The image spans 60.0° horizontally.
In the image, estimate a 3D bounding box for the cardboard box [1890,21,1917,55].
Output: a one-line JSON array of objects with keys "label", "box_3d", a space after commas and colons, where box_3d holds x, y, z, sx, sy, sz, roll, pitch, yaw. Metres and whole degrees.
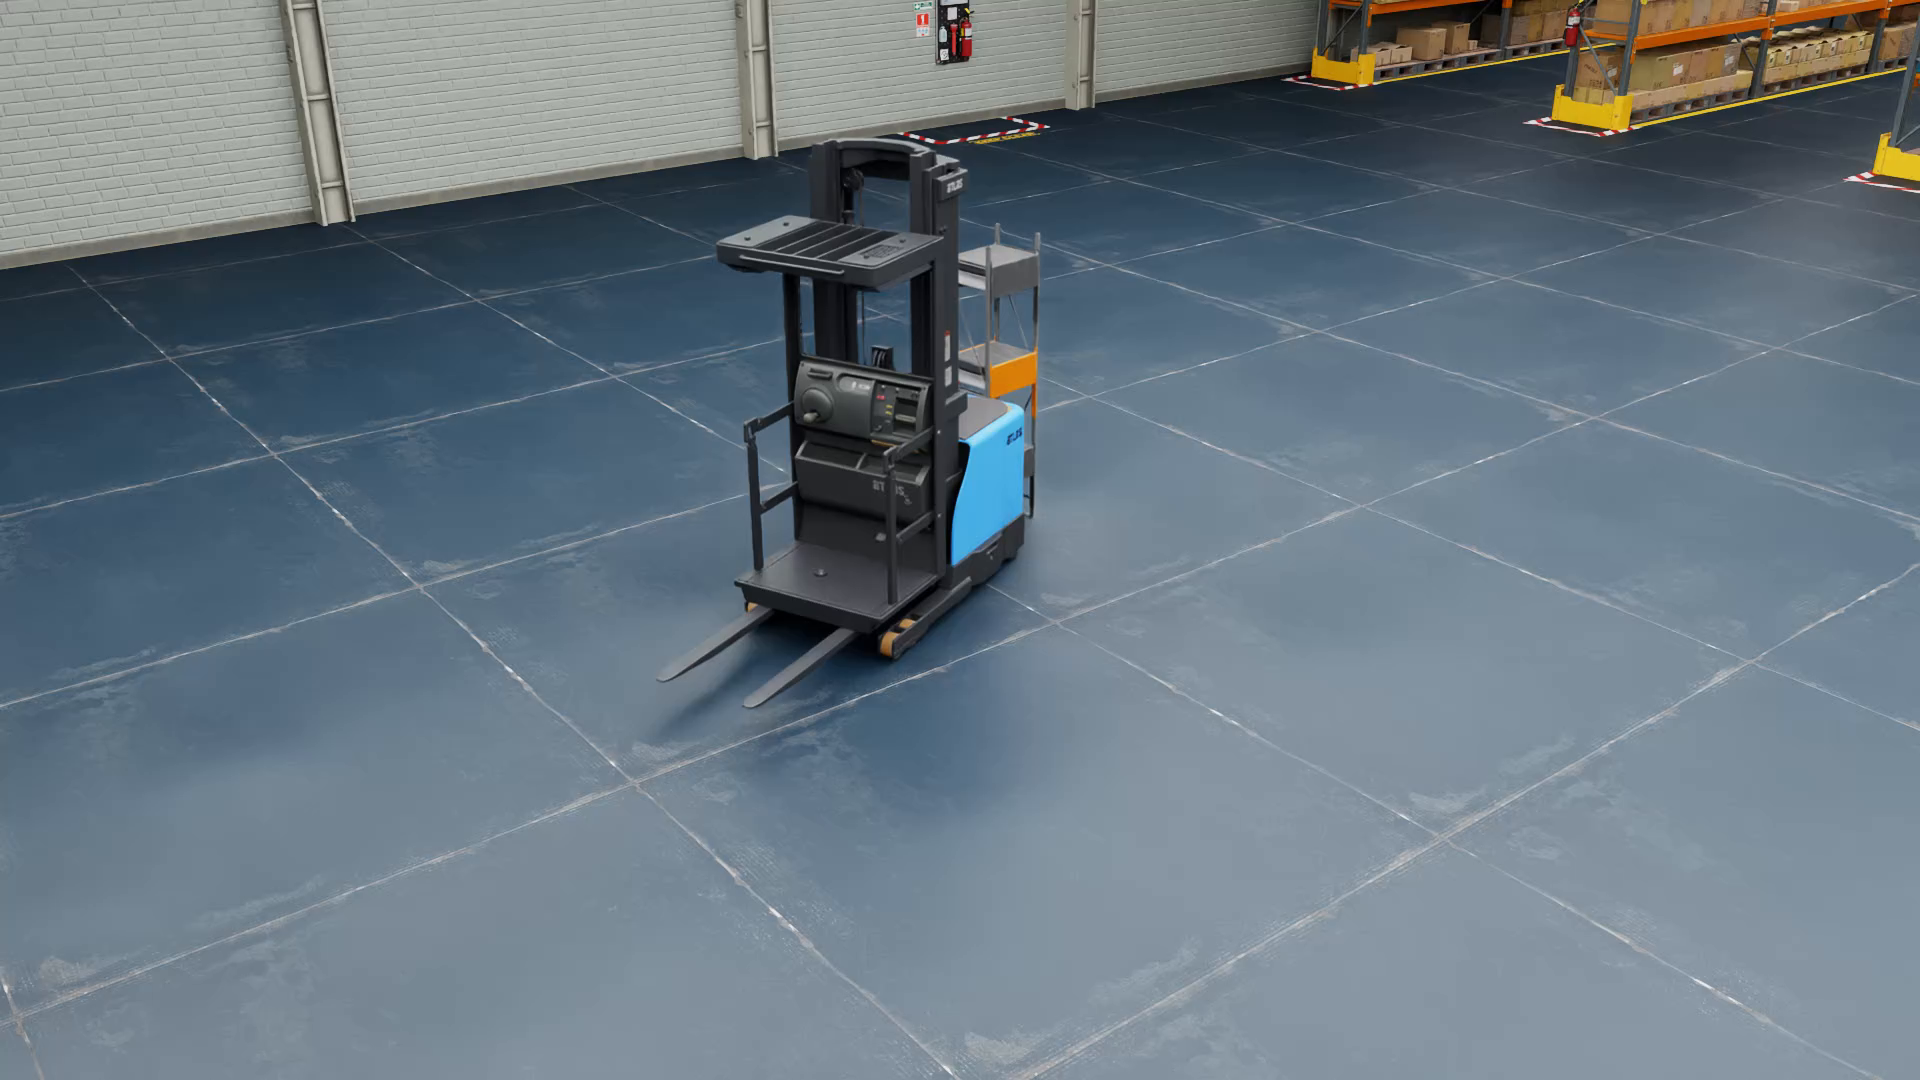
[{"label": "cardboard box", "box_3d": [17.320, -9.201, 30.458, 0.500, 0.500, 0.500, -19, 31, -35]}]

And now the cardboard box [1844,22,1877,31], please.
[{"label": "cardboard box", "box_3d": [16.571, -9.231, 30.524, 0.500, 0.500, 0.500, -17, 30, -32]}]

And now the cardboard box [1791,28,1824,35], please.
[{"label": "cardboard box", "box_3d": [14.978, -8.865, 29.389, 0.500, 0.311, 0.500, -19, 31, -35]}]

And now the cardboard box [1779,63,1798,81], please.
[{"label": "cardboard box", "box_3d": [13.705, -7.904, 27.985, 0.500, 0.250, 0.500, -17, 30, -33]}]

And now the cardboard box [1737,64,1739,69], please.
[{"label": "cardboard box", "box_3d": [12.979, -7.953, 28.090, 0.500, 0.250, 0.500, -19, 31, -35]}]

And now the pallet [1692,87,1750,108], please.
[{"label": "pallet", "box_3d": [12.180, -7.348, 27.333, 1.213, 0.211, 1.003, -18, 31, -34]}]

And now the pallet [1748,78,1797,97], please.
[{"label": "pallet", "box_3d": [13.387, -7.745, 28.188, 1.213, 0.211, 1.003, -18, 31, -34]}]

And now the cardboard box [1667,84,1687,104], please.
[{"label": "cardboard box", "box_3d": [11.028, -7.036, 26.116, 0.500, 0.250, 0.500, -18, 31, -34]}]

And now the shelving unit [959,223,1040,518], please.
[{"label": "shelving unit", "box_3d": [0.224, -1.100, 11.626, 0.431, 2.100, 0.503, 22, 33, 39]}]

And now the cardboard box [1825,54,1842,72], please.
[{"label": "cardboard box", "box_3d": [14.915, -8.306, 28.851, 0.500, 0.250, 0.500, -17, 30, -33]}]

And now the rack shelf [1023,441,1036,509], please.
[{"label": "rack shelf", "box_3d": [0.224, -0.453, 11.927, 0.431, 0.518, 0.480, 22, 33, 39]}]

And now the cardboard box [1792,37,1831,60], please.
[{"label": "cardboard box", "box_3d": [14.520, -8.428, 28.448, 0.500, 0.311, 0.500, -17, 30, -33]}]

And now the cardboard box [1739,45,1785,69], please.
[{"label": "cardboard box", "box_3d": [13.311, -8.028, 27.587, 0.500, 0.311, 0.500, -18, 30, -34]}]

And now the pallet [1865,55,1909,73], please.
[{"label": "pallet", "box_3d": [16.590, -8.761, 30.378, 1.213, 0.211, 1.003, -18, 31, -34]}]

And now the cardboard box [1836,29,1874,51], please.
[{"label": "cardboard box", "box_3d": [15.719, -8.825, 29.303, 0.500, 0.311, 0.500, -17, 30, -33]}]

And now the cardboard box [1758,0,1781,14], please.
[{"label": "cardboard box", "box_3d": [13.192, -8.880, 27.499, 0.500, 0.250, 0.500, -16, 29, -31]}]

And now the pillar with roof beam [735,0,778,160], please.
[{"label": "pillar with roof beam", "box_3d": [-0.145, -8.053, 18.413, 0.400, 9.000, 9.100, -18, 31, -34]}]

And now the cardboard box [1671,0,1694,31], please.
[{"label": "cardboard box", "box_3d": [10.864, -8.194, 25.724, 0.500, 0.500, 0.700, -18, 30, -34]}]

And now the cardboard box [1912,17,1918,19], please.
[{"label": "cardboard box", "box_3d": [17.785, -9.635, 31.395, 0.500, 0.500, 0.500, -18, 30, -33]}]

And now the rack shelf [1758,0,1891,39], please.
[{"label": "rack shelf", "box_3d": [14.406, -8.999, 28.432, 4.000, 0.370, 1.077, -18, 31, -34]}]

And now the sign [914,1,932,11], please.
[{"label": "sign", "box_3d": [-0.538, -7.833, 24.392, 0.331, 0.109, 0.001, -18, 31, -34]}]

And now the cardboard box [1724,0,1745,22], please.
[{"label": "cardboard box", "box_3d": [12.075, -8.595, 26.587, 0.500, 0.500, 0.700, -19, 31, -35]}]

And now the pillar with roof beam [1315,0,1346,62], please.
[{"label": "pillar with roof beam", "box_3d": [9.298, -11.170, 25.129, 0.400, 9.000, 9.100, -18, 31, -34]}]

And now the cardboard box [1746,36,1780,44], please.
[{"label": "cardboard box", "box_3d": [13.773, -8.470, 28.538, 0.500, 0.311, 0.500, -18, 31, -34]}]

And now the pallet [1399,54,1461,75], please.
[{"label": "pallet", "box_3d": [8.305, -8.676, 30.194, 1.213, 0.211, 1.003, -18, 31, -34]}]

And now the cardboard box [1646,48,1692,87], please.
[{"label": "cardboard box", "box_3d": [11.021, -7.380, 25.966, 0.500, 0.500, 0.500, -18, 31, -34]}]

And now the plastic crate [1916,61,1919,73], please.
[{"label": "plastic crate", "box_3d": [12.947, -6.287, 21.909, 0.616, 0.251, 0.499, -18, 31, -34]}]

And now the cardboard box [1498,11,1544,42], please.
[{"label": "cardboard box", "box_3d": [10.717, -9.859, 31.877, 0.500, 0.500, 0.700, -19, 31, -35]}]

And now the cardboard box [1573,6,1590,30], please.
[{"label": "cardboard box", "box_3d": [11.908, -10.251, 32.722, 0.500, 0.500, 0.700, -18, 31, -34]}]

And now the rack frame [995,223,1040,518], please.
[{"label": "rack frame", "box_3d": [0.394, -1.174, 11.786, 0.400, 2.100, 0.015, 22, 33, 39]}]

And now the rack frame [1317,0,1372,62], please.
[{"label": "rack frame", "box_3d": [6.624, -9.407, 28.456, 0.127, 3.000, 1.000, -18, 31, -34]}]

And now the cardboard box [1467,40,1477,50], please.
[{"label": "cardboard box", "box_3d": [9.370, -9.211, 30.878, 0.380, 0.166, 0.250, 22, 33, 39]}]

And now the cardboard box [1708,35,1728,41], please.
[{"label": "cardboard box", "box_3d": [12.274, -8.073, 27.457, 0.500, 0.500, 0.500, -18, 31, -34]}]

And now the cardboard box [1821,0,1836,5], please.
[{"label": "cardboard box", "box_3d": [14.669, -9.449, 28.428, 0.500, 0.500, 0.500, -20, 32, -37]}]

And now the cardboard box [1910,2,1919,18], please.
[{"label": "cardboard box", "box_3d": [17.809, -9.985, 31.258, 0.500, 0.250, 0.500, -18, 30, -34]}]

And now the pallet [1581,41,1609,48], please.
[{"label": "pallet", "box_3d": [12.304, -10.018, 33.084, 1.213, 0.211, 1.003, -18, 31, -34]}]

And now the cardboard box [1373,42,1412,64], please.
[{"label": "cardboard box", "box_3d": [7.673, -8.685, 29.571, 0.500, 0.311, 0.500, -15, 29, -30]}]

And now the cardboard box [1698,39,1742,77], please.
[{"label": "cardboard box", "box_3d": [12.201, -7.770, 26.806, 0.500, 0.500, 0.500, -18, 31, -34]}]

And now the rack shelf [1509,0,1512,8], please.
[{"label": "rack shelf", "box_3d": [11.346, -10.639, 31.966, 4.000, 0.370, 1.077, -18, 31, -34]}]

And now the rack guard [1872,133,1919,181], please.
[{"label": "rack guard", "box_3d": [12.768, -5.026, 21.987, 0.348, 0.500, 1.175, -18, 31, -34]}]

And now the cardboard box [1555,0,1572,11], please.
[{"label": "cardboard box", "box_3d": [11.497, -10.424, 32.203, 0.500, 0.250, 0.500, -18, 31, -34]}]

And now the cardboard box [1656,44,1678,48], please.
[{"label": "cardboard box", "box_3d": [11.095, -7.682, 26.616, 0.500, 0.500, 0.500, -18, 31, -34]}]

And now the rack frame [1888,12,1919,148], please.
[{"label": "rack frame", "box_3d": [12.738, -6.125, 21.384, 0.127, 3.000, 1.000, -18, 31, -34]}]

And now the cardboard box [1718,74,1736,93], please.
[{"label": "cardboard box", "box_3d": [12.202, -7.430, 26.963, 0.500, 0.250, 0.500, -18, 31, -34]}]

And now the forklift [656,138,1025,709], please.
[{"label": "forklift", "box_3d": [-0.712, -0.819, 10.033, 1.130, 2.935, 3.031, 13, 28, 26]}]
